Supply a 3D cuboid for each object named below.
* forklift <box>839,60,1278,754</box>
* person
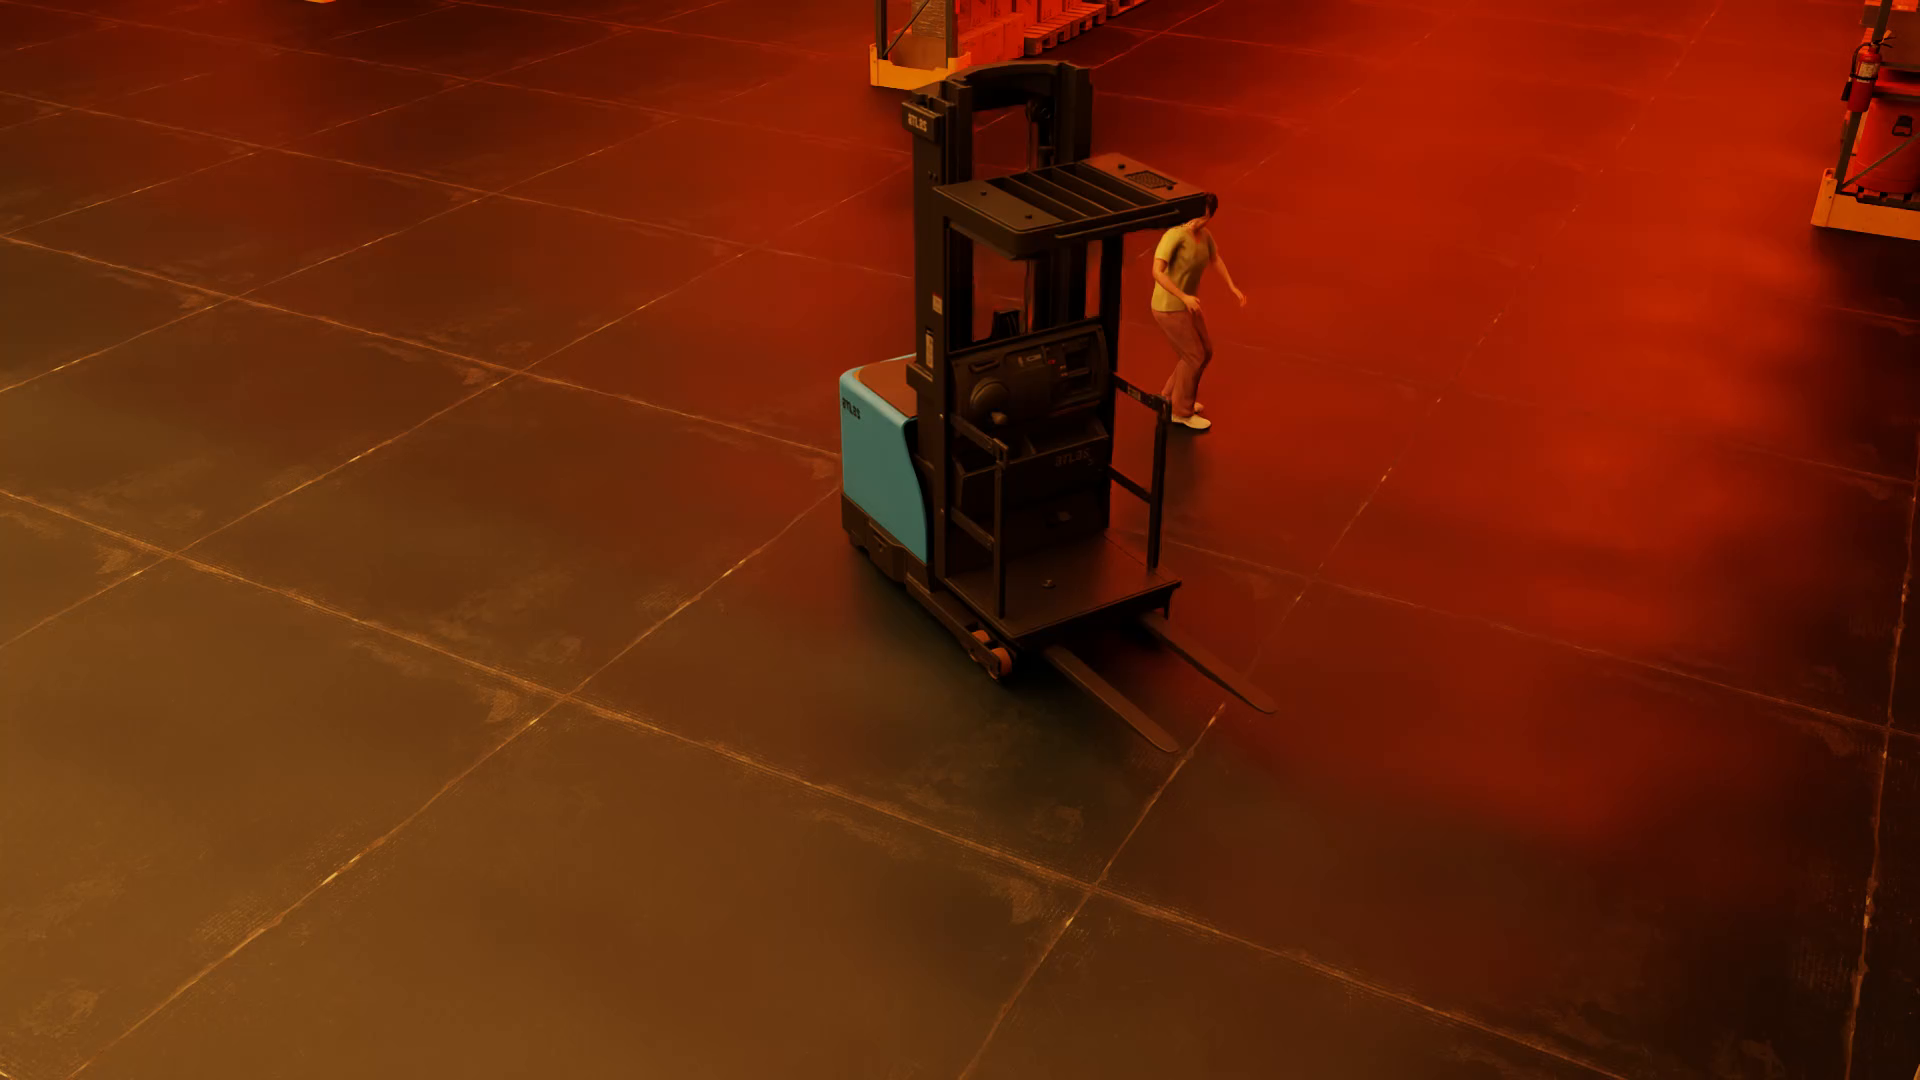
[{"bbox_3d":[0.485,-0.805,8.466,1.130,2.935,3.031,-17,34,-27],"label":"forklift"},{"bbox_3d":[1.556,-1.538,11.088,0.488,1.618,0.692,19,35,30],"label":"person"}]
